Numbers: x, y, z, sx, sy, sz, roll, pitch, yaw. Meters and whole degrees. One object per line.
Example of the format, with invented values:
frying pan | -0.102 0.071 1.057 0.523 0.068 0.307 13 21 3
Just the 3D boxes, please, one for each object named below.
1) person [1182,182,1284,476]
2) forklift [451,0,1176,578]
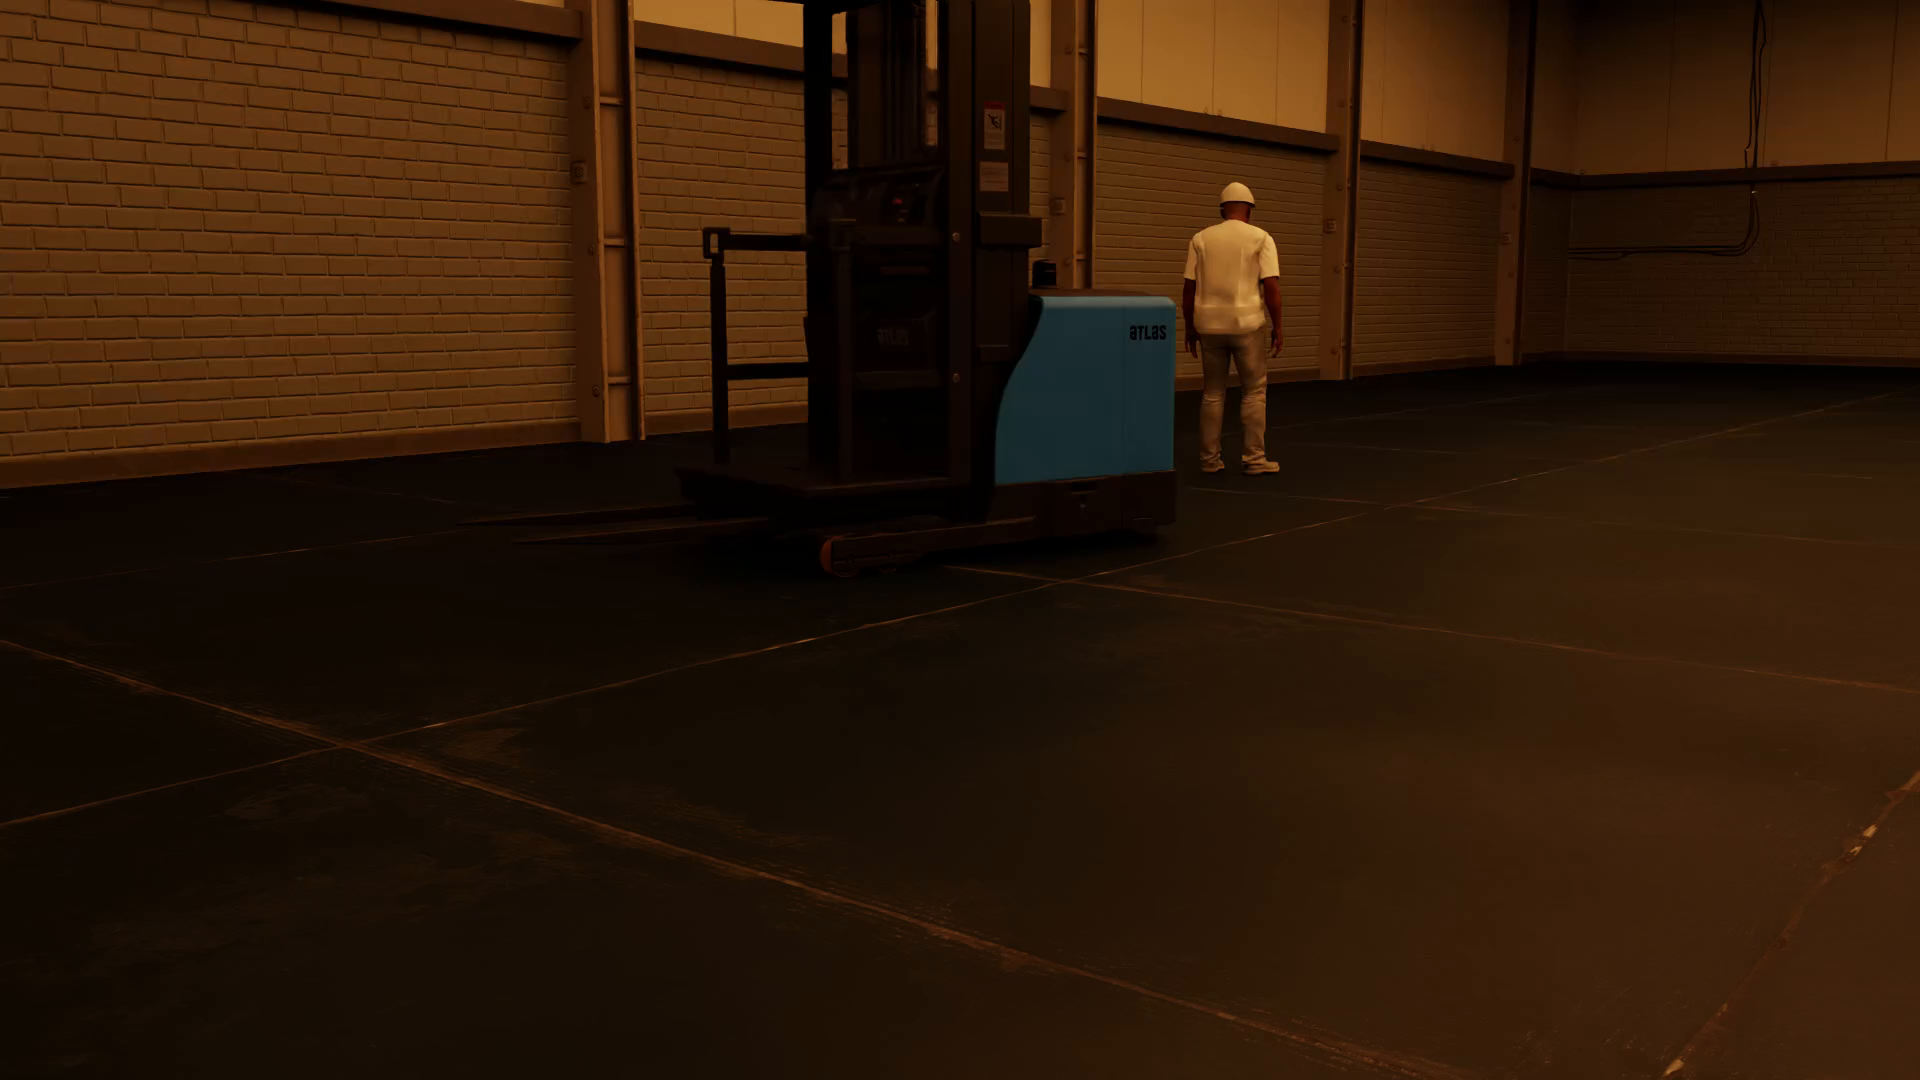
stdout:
person | 1.666 -1.286 10.131 0.626 1.759 0.463 5 10 29
forklift | -0.524 -1.389 6.774 3.031 2.935 1.130 -6 10 -36
